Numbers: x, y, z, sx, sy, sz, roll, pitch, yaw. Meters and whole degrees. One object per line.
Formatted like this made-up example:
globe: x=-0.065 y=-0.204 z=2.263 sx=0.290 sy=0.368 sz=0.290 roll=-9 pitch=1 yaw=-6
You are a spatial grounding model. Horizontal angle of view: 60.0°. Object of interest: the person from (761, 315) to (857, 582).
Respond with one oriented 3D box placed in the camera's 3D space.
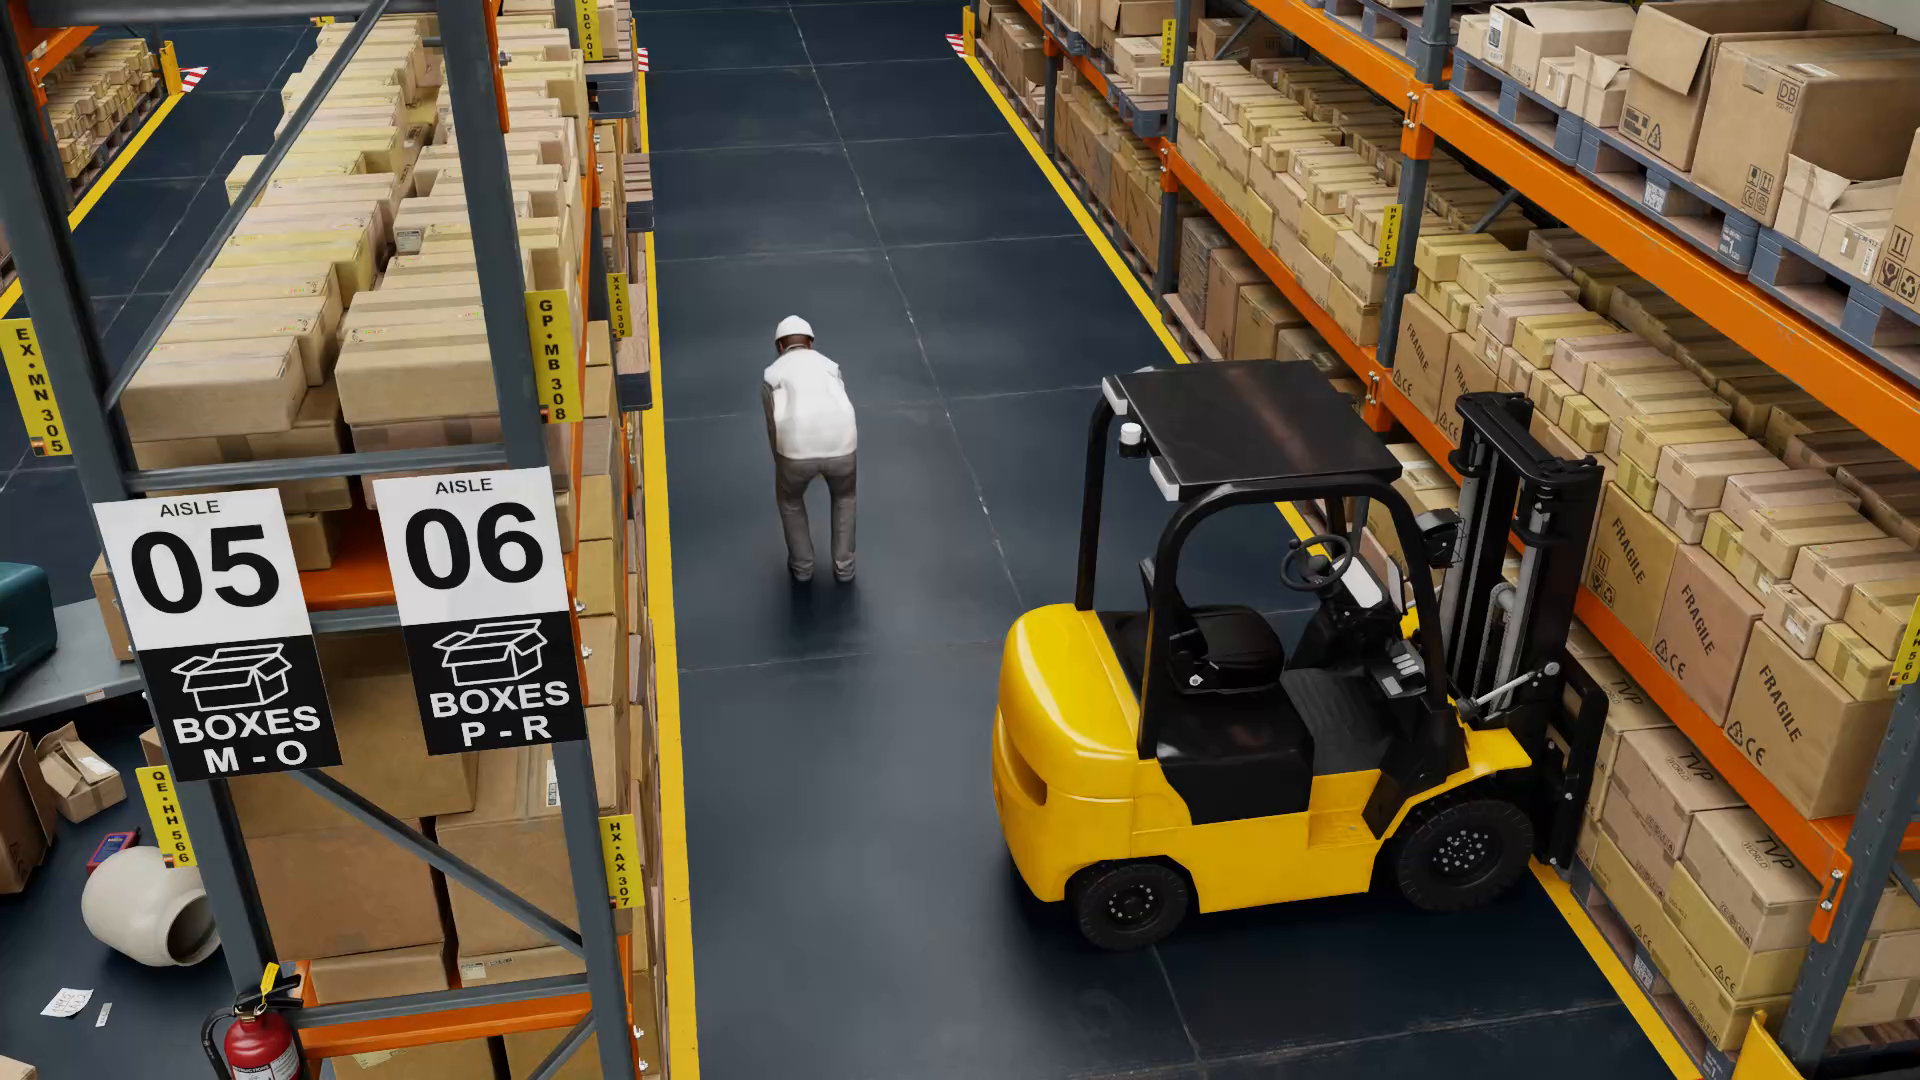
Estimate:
person: x=-0.851 y=-0.495 z=9.370 sx=0.475 sy=1.352 sz=0.936 roll=-7 pitch=31 yaw=-11
